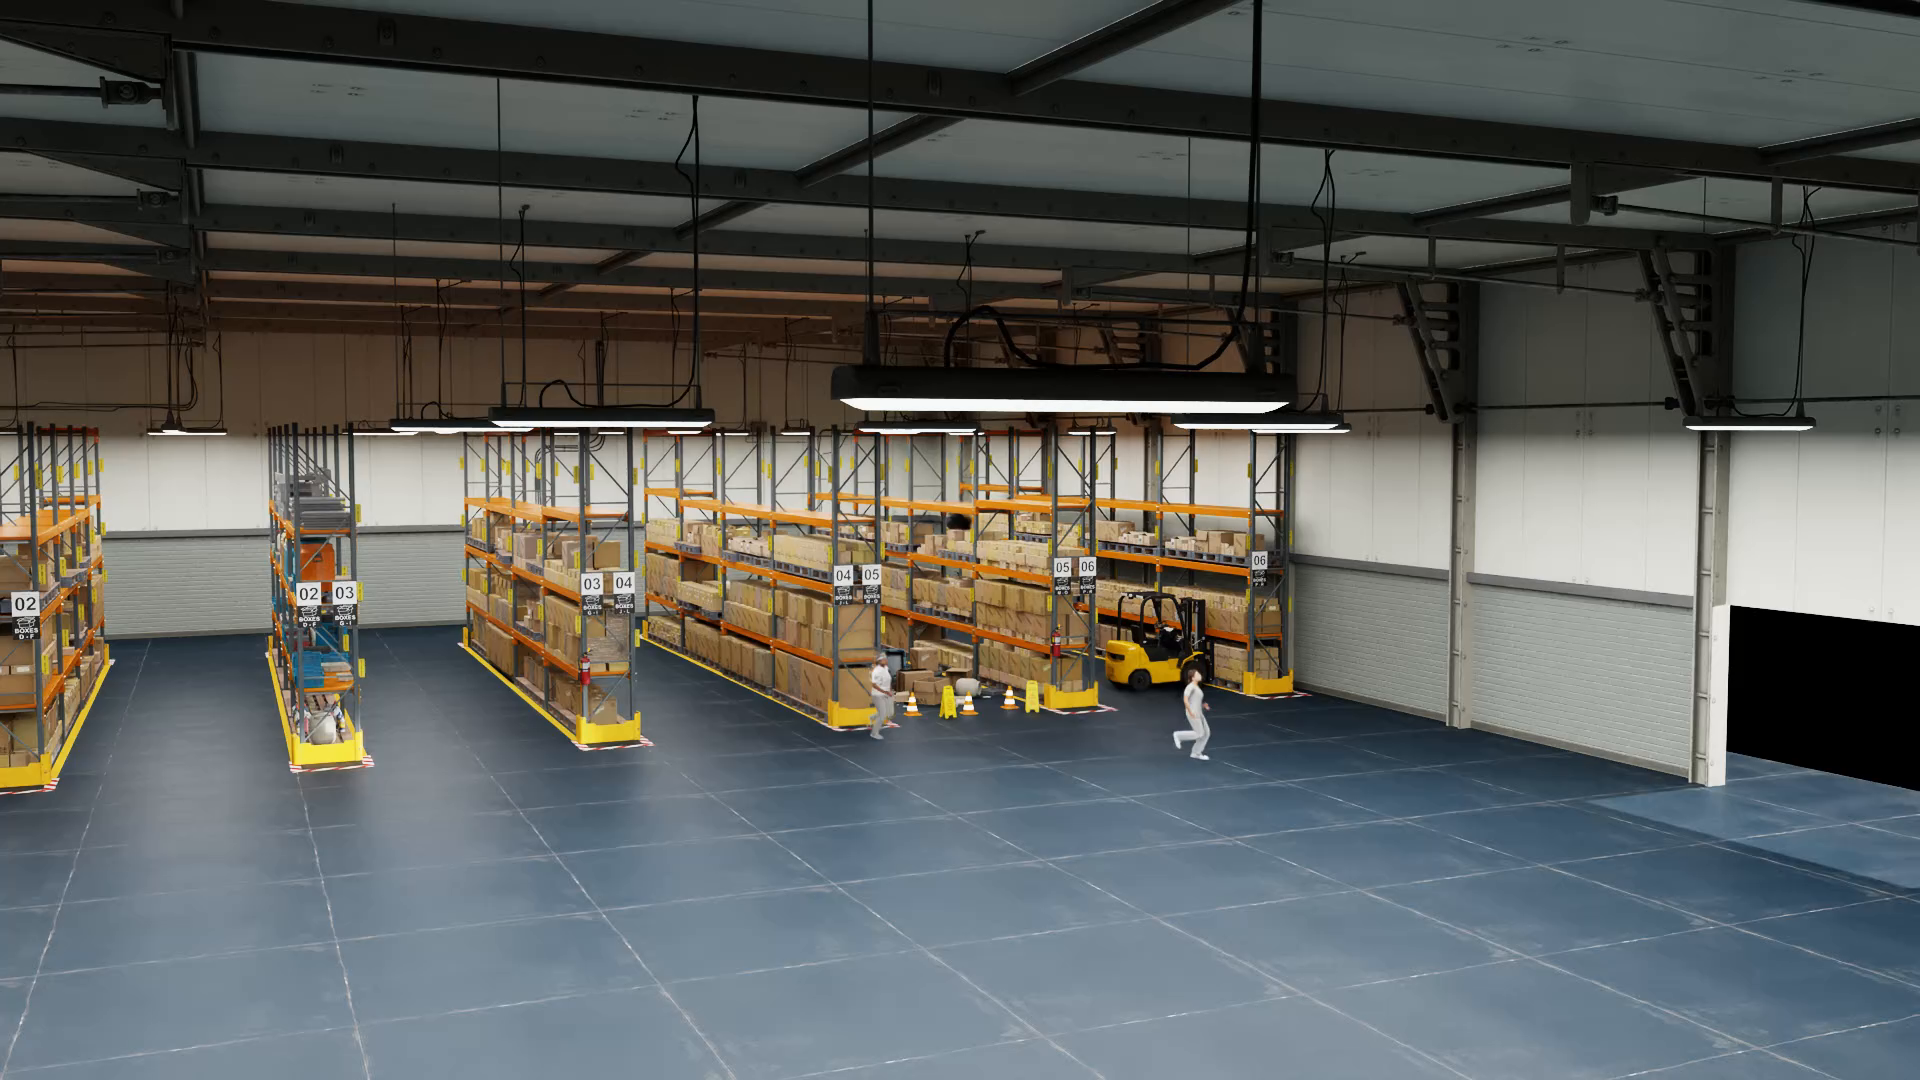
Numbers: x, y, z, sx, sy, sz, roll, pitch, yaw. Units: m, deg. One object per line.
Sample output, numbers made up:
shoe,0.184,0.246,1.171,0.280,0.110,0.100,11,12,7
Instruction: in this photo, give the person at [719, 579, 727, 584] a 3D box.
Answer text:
person,-6.980,1.890,48.498,0.765,1.764,0.870,-3,5,-42

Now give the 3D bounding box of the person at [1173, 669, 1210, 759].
person,4.149,3.105,29.721,0.620,1.600,0.565,2,4,26

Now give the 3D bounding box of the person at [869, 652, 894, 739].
person,-1.489,2.964,31.792,0.611,1.667,0.602,2,4,29
